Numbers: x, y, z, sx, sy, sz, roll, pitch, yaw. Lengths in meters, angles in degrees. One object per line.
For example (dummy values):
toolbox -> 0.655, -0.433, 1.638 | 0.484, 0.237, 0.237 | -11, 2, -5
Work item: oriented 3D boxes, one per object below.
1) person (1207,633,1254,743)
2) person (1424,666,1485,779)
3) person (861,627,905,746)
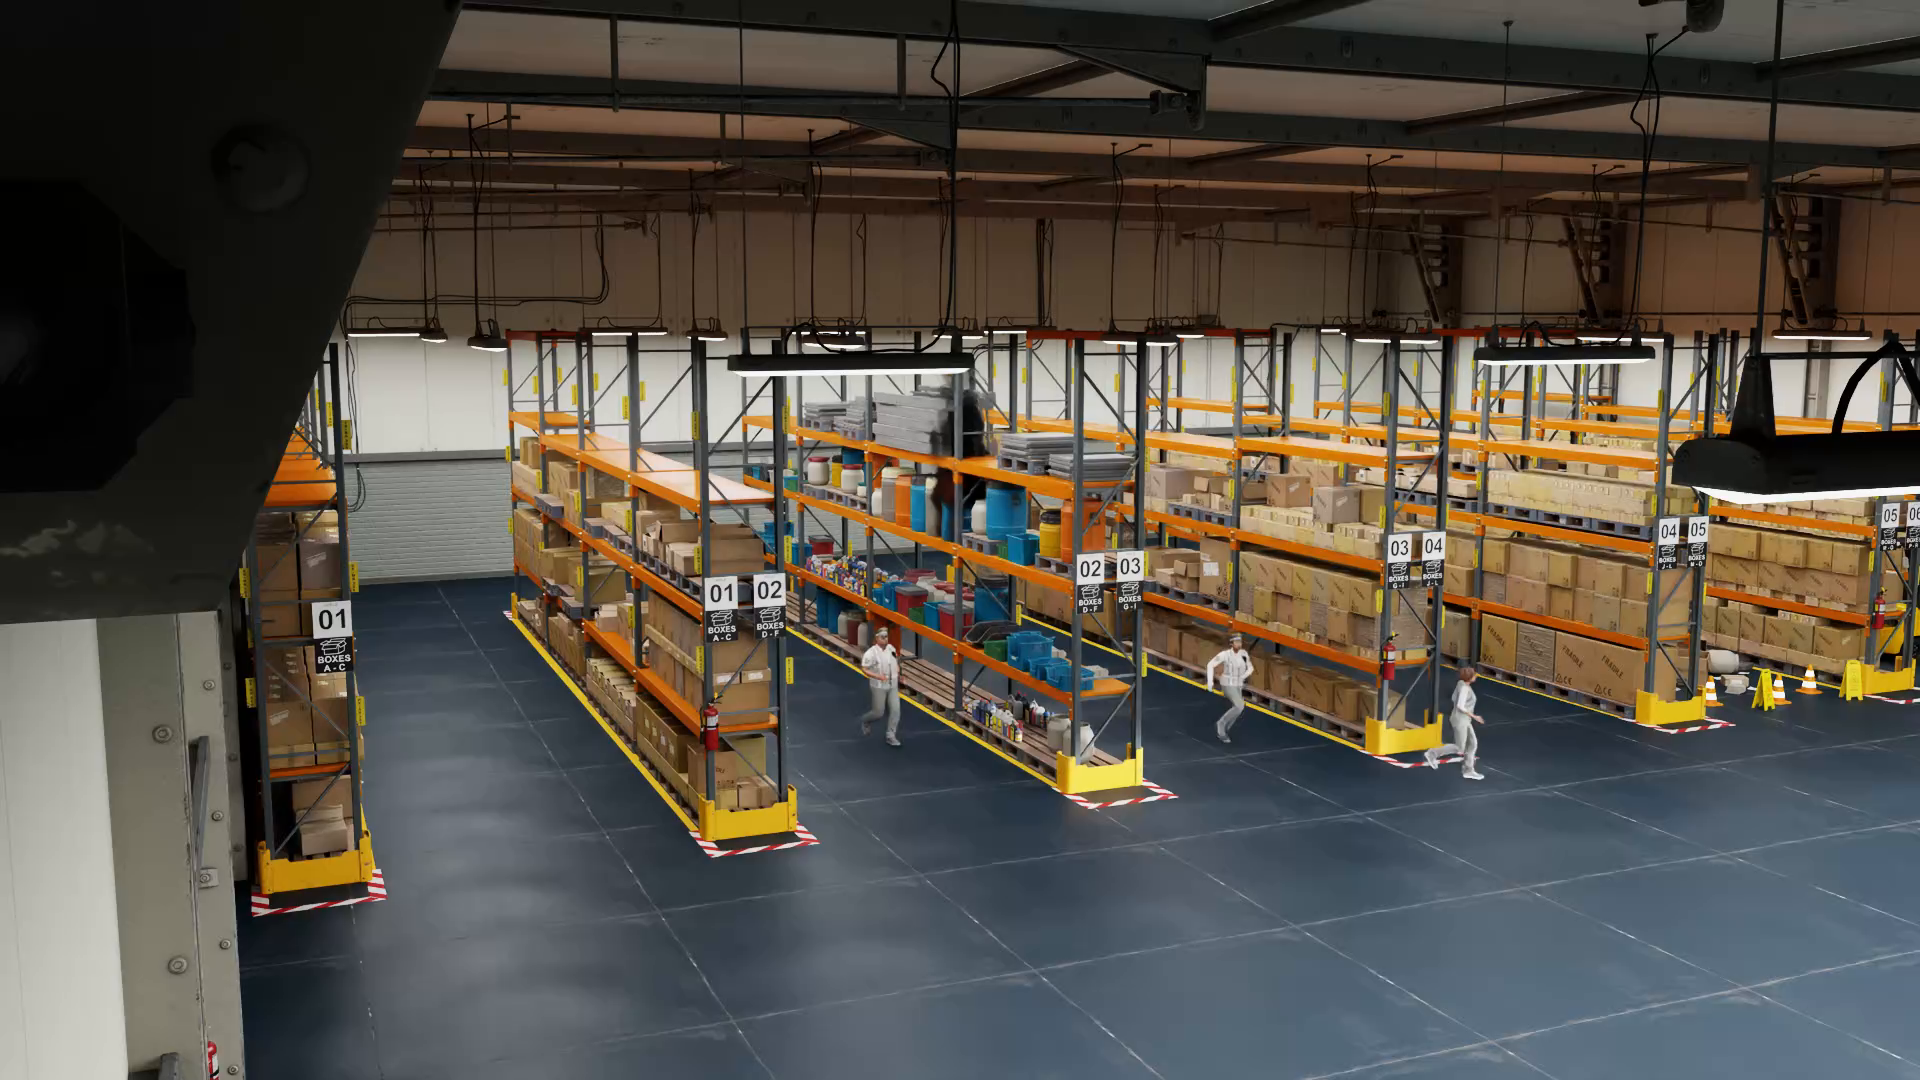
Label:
person -> 4.048, 2.181, 24.663 | 0.687, 1.654, 0.580 | -6, 10, -37
person -> 6.767, 2.491, 22.685 | 0.797, 1.532, 0.518 | 2, 8, 16
person -> -1.140, 2.133, 24.562 | 0.674, 1.740, 0.782 | -6, 10, -35
